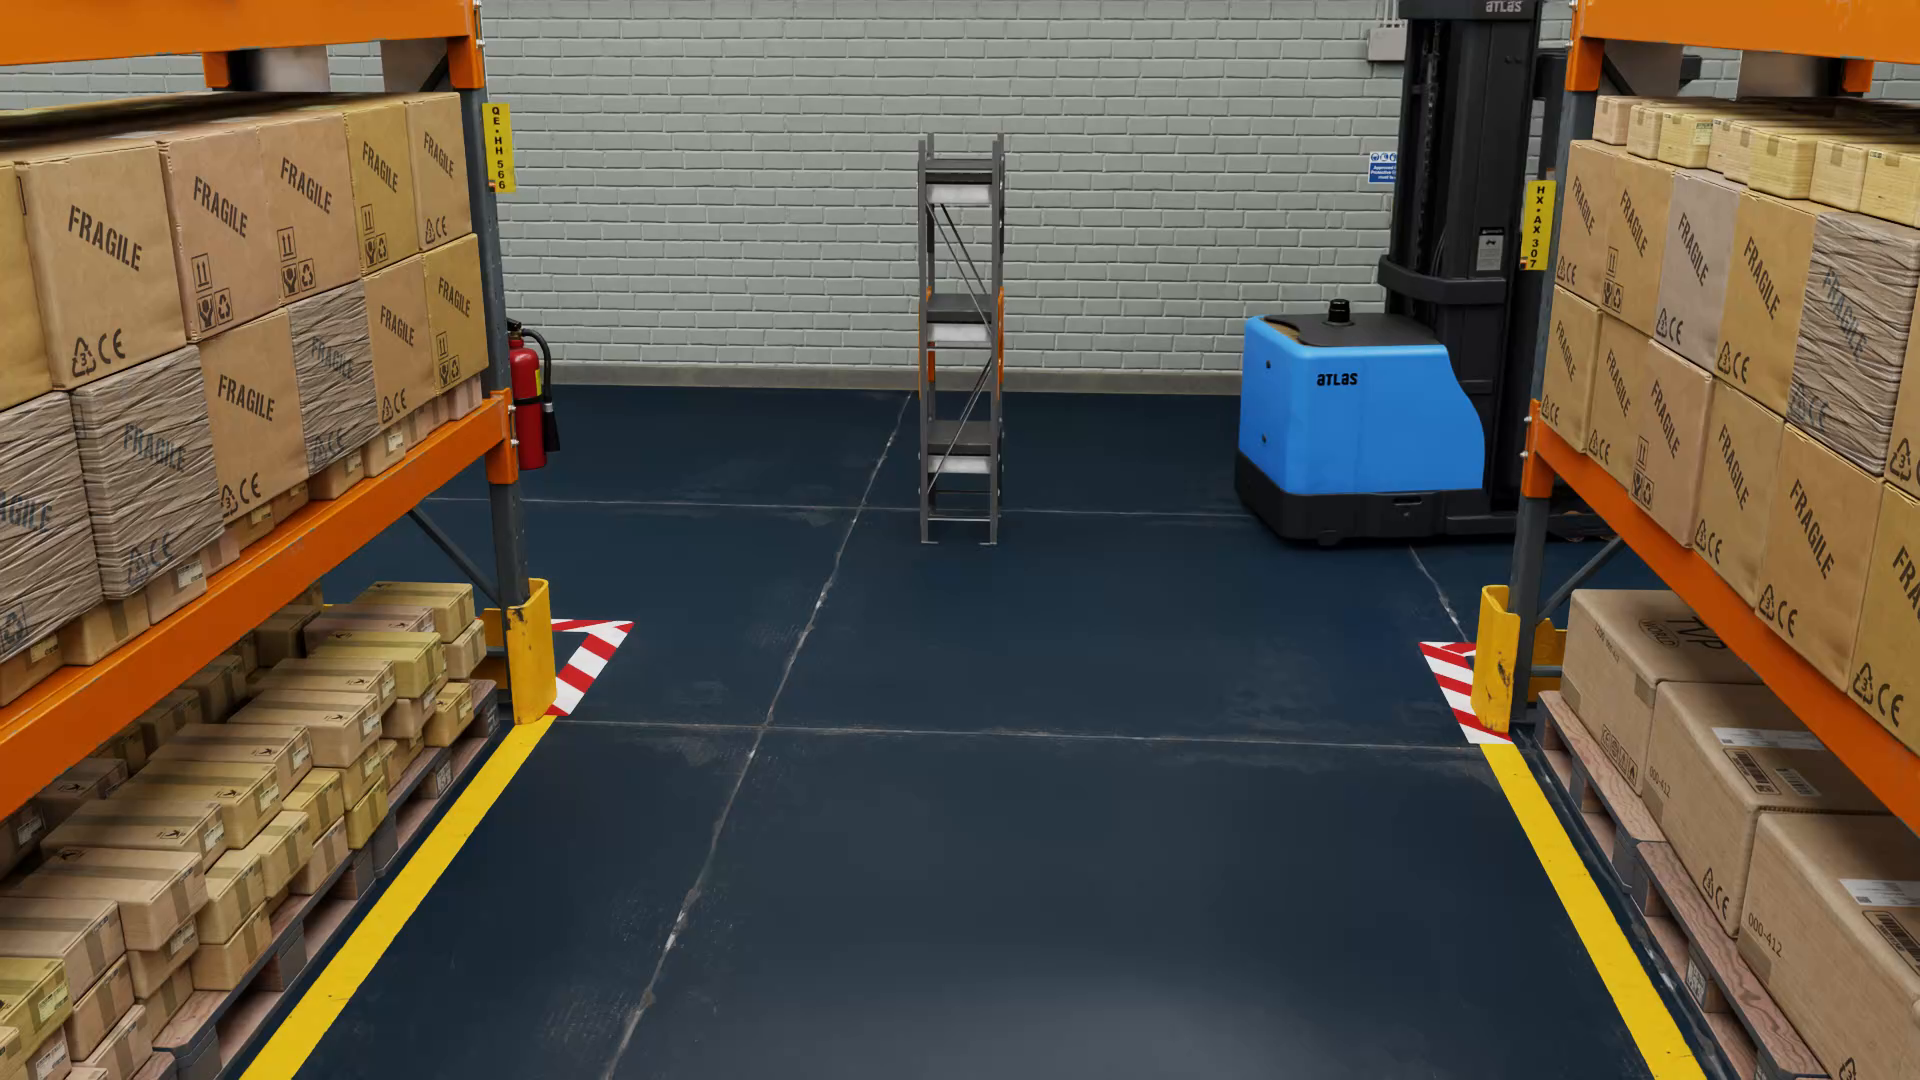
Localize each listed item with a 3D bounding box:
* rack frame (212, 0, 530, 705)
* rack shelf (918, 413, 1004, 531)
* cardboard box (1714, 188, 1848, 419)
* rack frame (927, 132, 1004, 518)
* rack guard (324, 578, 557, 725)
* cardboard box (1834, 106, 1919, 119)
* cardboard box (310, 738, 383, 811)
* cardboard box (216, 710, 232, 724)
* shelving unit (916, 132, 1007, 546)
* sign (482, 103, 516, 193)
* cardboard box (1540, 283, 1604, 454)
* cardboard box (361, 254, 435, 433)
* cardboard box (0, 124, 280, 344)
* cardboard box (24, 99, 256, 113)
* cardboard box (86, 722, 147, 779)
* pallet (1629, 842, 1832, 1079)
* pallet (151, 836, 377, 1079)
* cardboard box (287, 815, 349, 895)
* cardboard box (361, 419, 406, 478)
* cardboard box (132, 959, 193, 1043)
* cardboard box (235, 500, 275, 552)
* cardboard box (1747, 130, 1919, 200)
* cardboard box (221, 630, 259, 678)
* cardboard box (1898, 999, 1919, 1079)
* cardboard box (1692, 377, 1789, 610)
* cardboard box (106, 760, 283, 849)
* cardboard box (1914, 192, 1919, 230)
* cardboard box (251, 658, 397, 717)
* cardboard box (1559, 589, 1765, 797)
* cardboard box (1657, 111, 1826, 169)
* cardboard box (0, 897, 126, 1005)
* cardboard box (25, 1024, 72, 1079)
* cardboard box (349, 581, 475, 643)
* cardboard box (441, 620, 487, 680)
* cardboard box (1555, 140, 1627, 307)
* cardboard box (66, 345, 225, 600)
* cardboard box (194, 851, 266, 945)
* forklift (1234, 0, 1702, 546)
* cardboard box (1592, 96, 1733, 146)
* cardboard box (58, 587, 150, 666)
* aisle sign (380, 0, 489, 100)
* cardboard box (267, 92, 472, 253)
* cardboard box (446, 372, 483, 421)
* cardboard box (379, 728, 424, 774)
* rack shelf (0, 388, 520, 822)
[{"bbox_3d":[-2.265,-0.774,6.467,1.000,3.000,0.127,1,18,4],"label":"rack frame"},{"bbox_3d":[0.012,-0.371,8.975,0.431,0.518,0.480,1,18,4],"label":"rack shelf"},{"bbox_3d":[2.267,-0.599,4.167,0.500,0.500,0.500,1,18,4],"label":"cardboard box"},{"bbox_3d":[0.029,-1.125,8.984,0.400,2.100,0.015,1,18,4],"label":"rack frame"},{"bbox_3d":[-2.270,0.438,6.784,1.175,0.500,0.348,1,18,4],"label":"rack guard"},{"bbox_3d":[2.925,-1.248,5.107,0.380,0.149,0.250,1,18,3],"label":"cardboard box"},{"bbox_3d":[-2.078,0.733,5.295,0.380,0.149,0.250,2,18,5],"label":"cardboard box"},{"bbox_3d":[-2.690,0.636,5.591,0.380,0.149,0.250,2,18,6],"label":"cardboard box"},{"bbox_3d":[0.012,-1.049,8.753,0.431,2.100,0.503,1,18,4],"label":"shelving unit"},{"bbox_3d":[-1.713,-1.456,6.181,0.100,0.325,0.005,1,18,4],"label":"sign"},{"bbox_3d":[2.359,-0.600,5.775,0.500,0.500,0.500,1,18,3],"label":"cardboard box"},{"bbox_3d":[-2.082,-0.657,5.474,0.500,0.500,0.500,1,18,3],"label":"cardboard box"},{"bbox_3d":[-2.149,-0.807,4.324,0.500,0.500,0.500,1,18,2],"label":"cardboard box"},{"bbox_3d":[-2.592,-1.147,5.363,0.500,0.500,0.500,2,18,6],"label":"cardboard box"},{"bbox_3d":[-2.716,0.663,5.031,0.380,0.149,0.250,2,18,5],"label":"cardboard box"},{"bbox_3d":[2.610,1.258,4.744,1.003,0.211,1.213,1,18,4],"label":"pallet"},{"bbox_3d":[-2.454,1.204,4.909,1.003,0.211,1.213,1,18,4],"label":"pallet"},{"bbox_3d":[-2.117,0.954,5.099,0.380,0.149,0.250,2,18,5],"label":"cardboard box"},{"bbox_3d":[-2.060,-0.312,5.463,0.380,0.149,0.250,2,18,5],"label":"cardboard box"},{"bbox_3d":[-2.267,1.193,4.370,0.380,0.149,0.250,1,18,2],"label":"cardboard box"},{"bbox_3d":[-2.189,-0.066,4.711,0.380,0.149,0.250,2,18,5],"label":"cardboard box"},{"bbox_3d":[2.225,-0.941,4.169,0.380,0.149,0.250,1,18,3],"label":"cardboard box"},{"bbox_3d":[-2.687,0.418,5.780,0.380,0.149,0.250,1,18,4],"label":"cardboard box"},{"bbox_3d":[2.545,1.373,3.356,0.875,0.438,0.875,1,18,3],"label":"cardboard box"},{"bbox_3d":[2.277,-0.128,4.337,0.500,0.500,0.500,2,18,6],"label":"cardboard box"},{"bbox_3d":[-2.183,0.754,4.754,0.380,0.149,0.250,1,18,4],"label":"cardboard box"},{"bbox_3d":[2.235,-0.700,3.435,0.380,0.149,0.250,1,18,3],"label":"cardboard box"},{"bbox_3d":[-2.099,0.508,5.505,0.380,0.149,0.250,1,18,2],"label":"cardboard box"},{"bbox_3d":[2.732,0.531,5.927,0.875,0.438,0.875,1,18,2],"label":"cardboard box"},{"bbox_3d":[2.296,-1.178,4.893,0.380,0.149,0.250,1,18,2],"label":"cardboard box"},{"bbox_3d":[-2.276,0.993,4.023,0.380,0.149,0.250,1,18,2],"label":"cardboard box"},{"bbox_3d":[-2.296,1.220,3.809,0.380,0.149,0.250,1,18,4],"label":"cardboard box"},{"bbox_3d":[-2.050,0.269,6.234,0.380,0.149,0.250,1,18,5],"label":"cardboard box"},{"bbox_3d":[-2.018,0.410,6.280,0.380,0.149,0.250,1,18,2],"label":"cardboard box"},{"bbox_3d":[2.361,-1.075,5.619,0.500,0.500,0.500,1,18,3],"label":"cardboard box"},{"bbox_3d":[-2.164,-0.178,4.011,0.500,0.500,0.500,1,18,3],"label":"cardboard box"},{"bbox_3d":[-2.150,0.974,4.559,0.380,0.149,0.250,1,18,3],"label":"cardboard box"},{"bbox_3d":[3.135,-1.543,8.925,3.031,2.935,1.130,-2,18,-7],"label":"forklift"},{"bbox_3d":[2.378,-1.421,5.636,0.380,0.149,0.250,2,18,5],"label":"cardboard box"},{"bbox_3d":[-2.185,0.180,3.959,0.380,0.149,0.250,2,18,5],"label":"cardboard box"},{"bbox_3d":[-1.960,-2.025,6.111,0.394,0.787,0.004,1,18,4],"label":"aisle sign"},{"bbox_3d":[-2.050,-1.290,5.799,0.500,0.500,0.500,1,18,3],"label":"cardboard box"},{"bbox_3d":[-2.006,-0.547,6.178,0.380,0.149,0.250,1,18,4],"label":"cardboard box"},{"bbox_3d":[-2.117,0.712,5.837,0.380,0.149,0.250,1,18,4],"label":"cardboard box"},{"bbox_3d":[-2.408,0.189,4.684,1.077,0.370,4.000,1,18,4],"label":"rack shelf"}]
